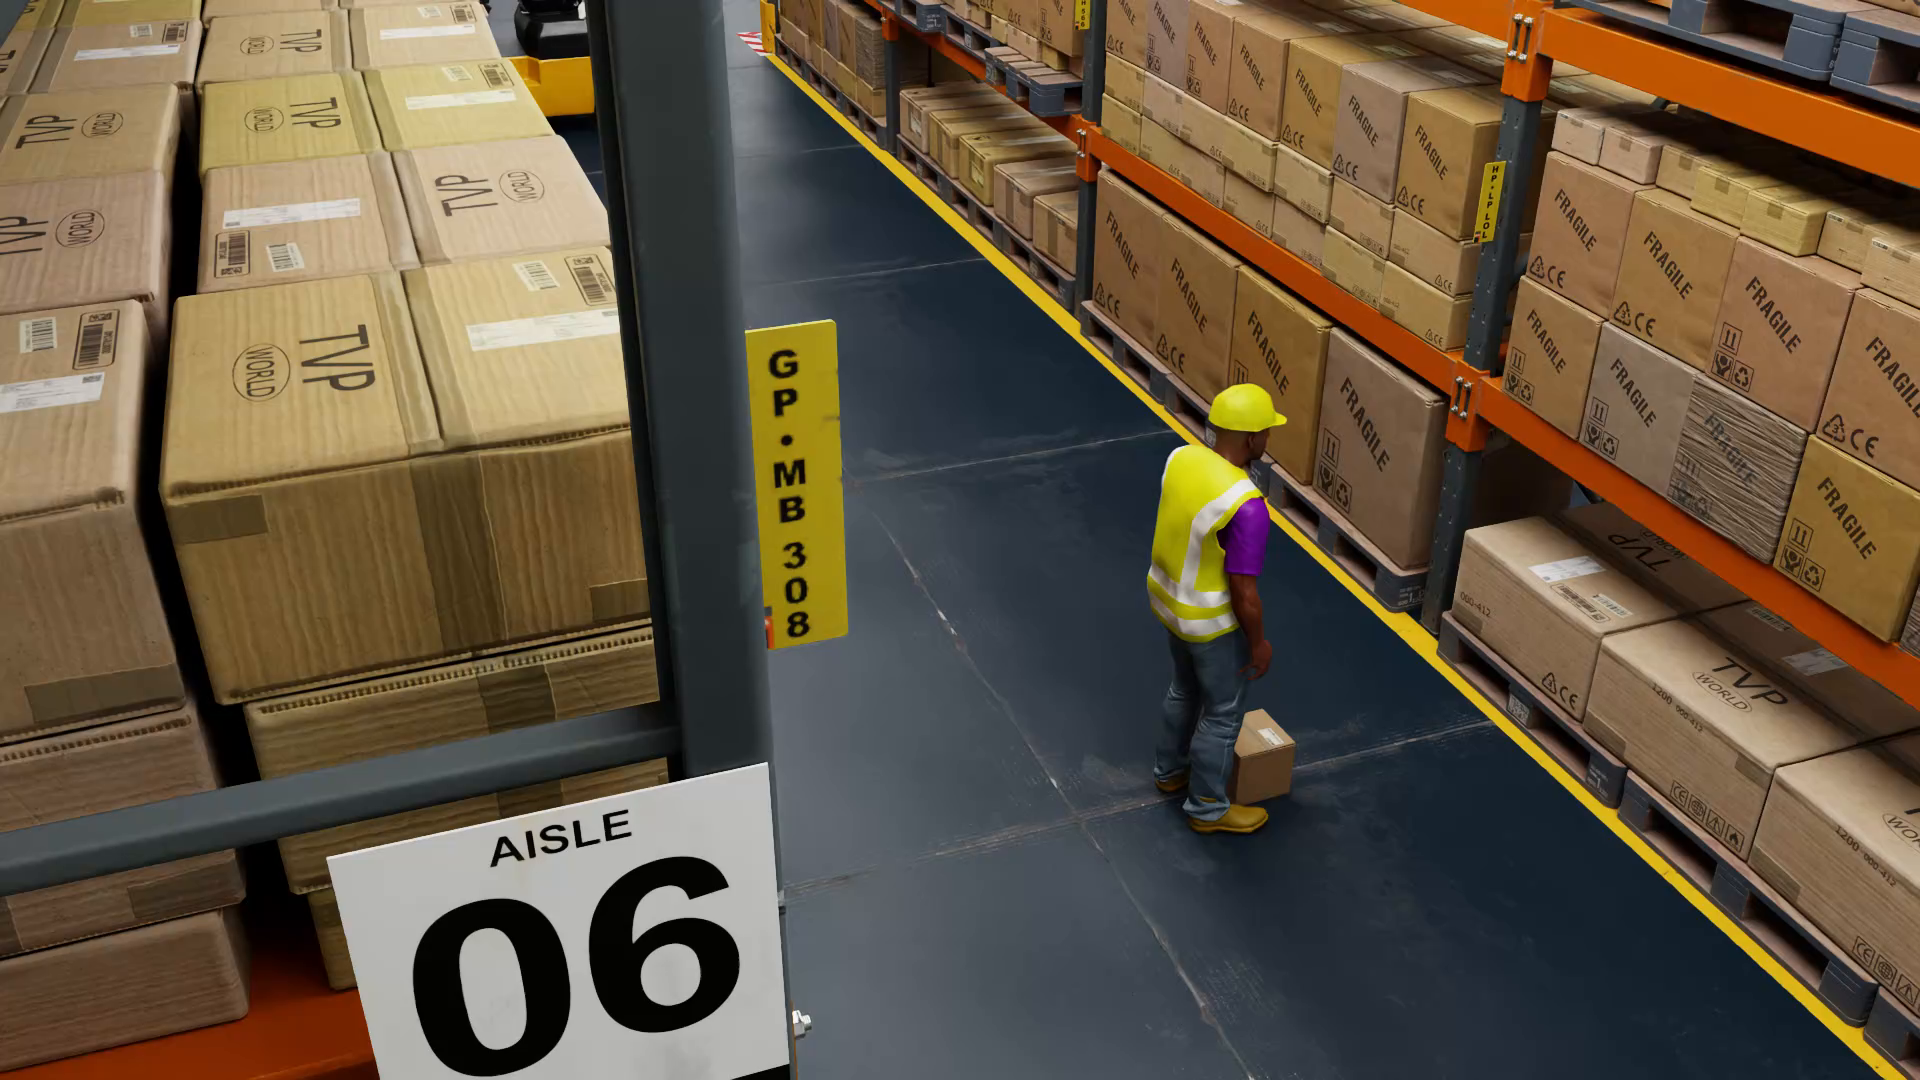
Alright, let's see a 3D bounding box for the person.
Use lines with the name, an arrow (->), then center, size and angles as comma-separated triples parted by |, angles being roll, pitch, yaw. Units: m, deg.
person -> 0.942, 0.251, 6.169 | 0.459, 1.761, 0.638 | -11, 32, -19
